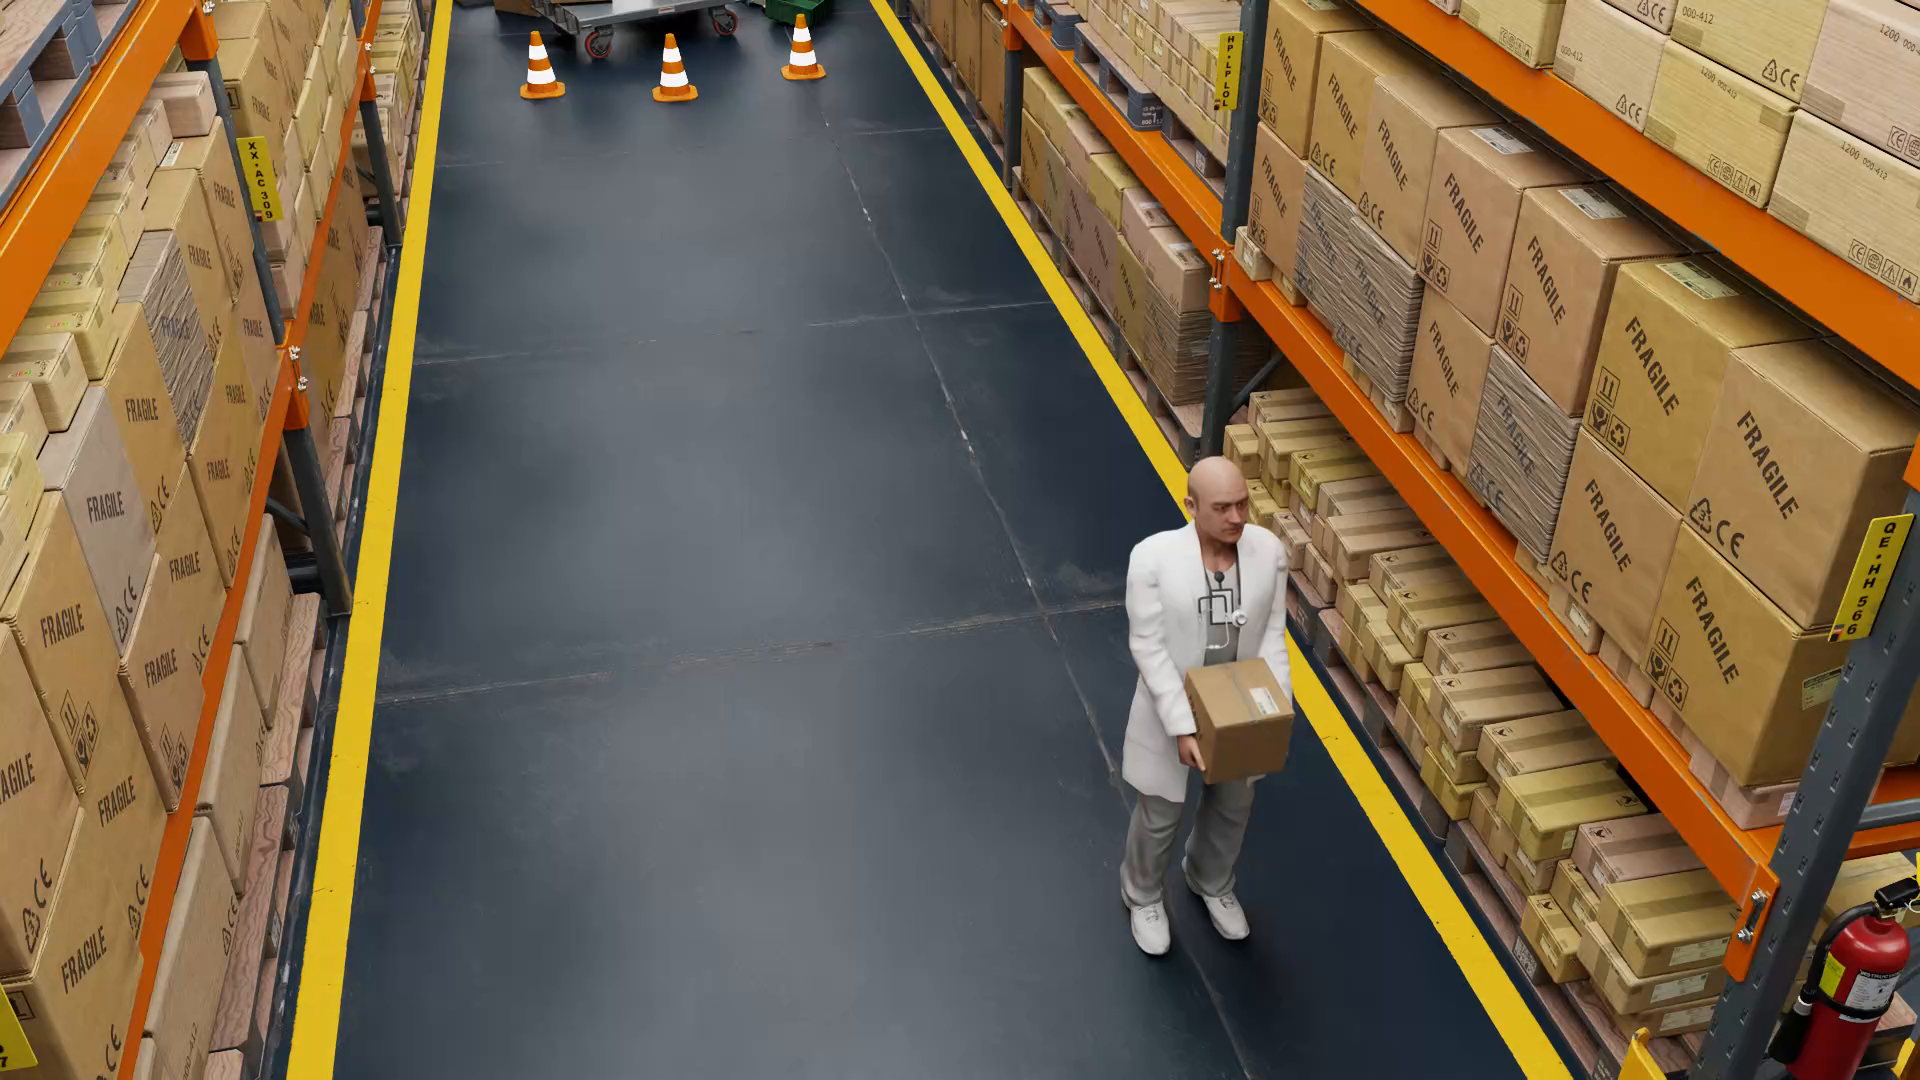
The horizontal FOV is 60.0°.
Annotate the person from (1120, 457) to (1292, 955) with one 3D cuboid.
[{"bbox_3d":[0.796,0.600,5.267,0.530,1.769,0.562,-8,35,-12],"label":"person"}]
